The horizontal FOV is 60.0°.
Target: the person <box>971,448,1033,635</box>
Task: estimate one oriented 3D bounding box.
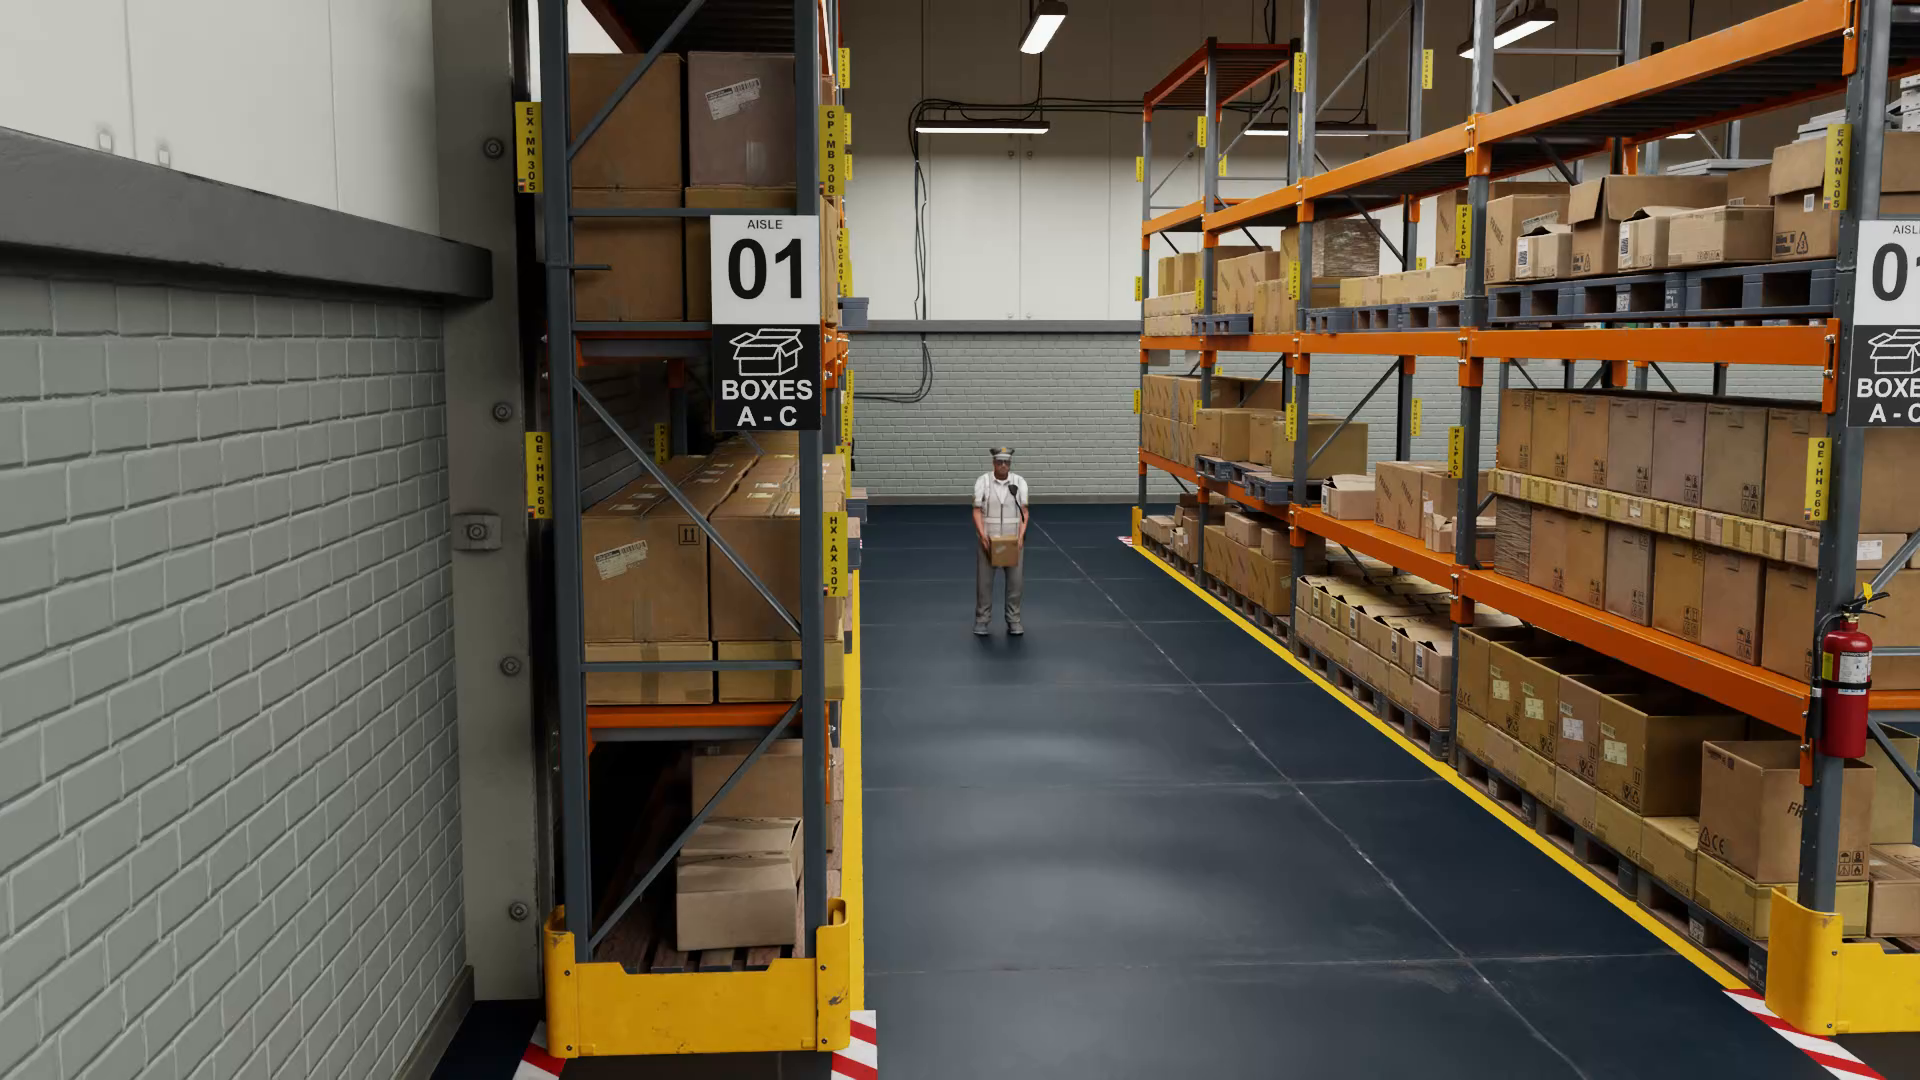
[{"bbox_3d":[0.393,0.004,15.671,0.597,1.748,0.432,-1,7,-5],"label":"person"}]
